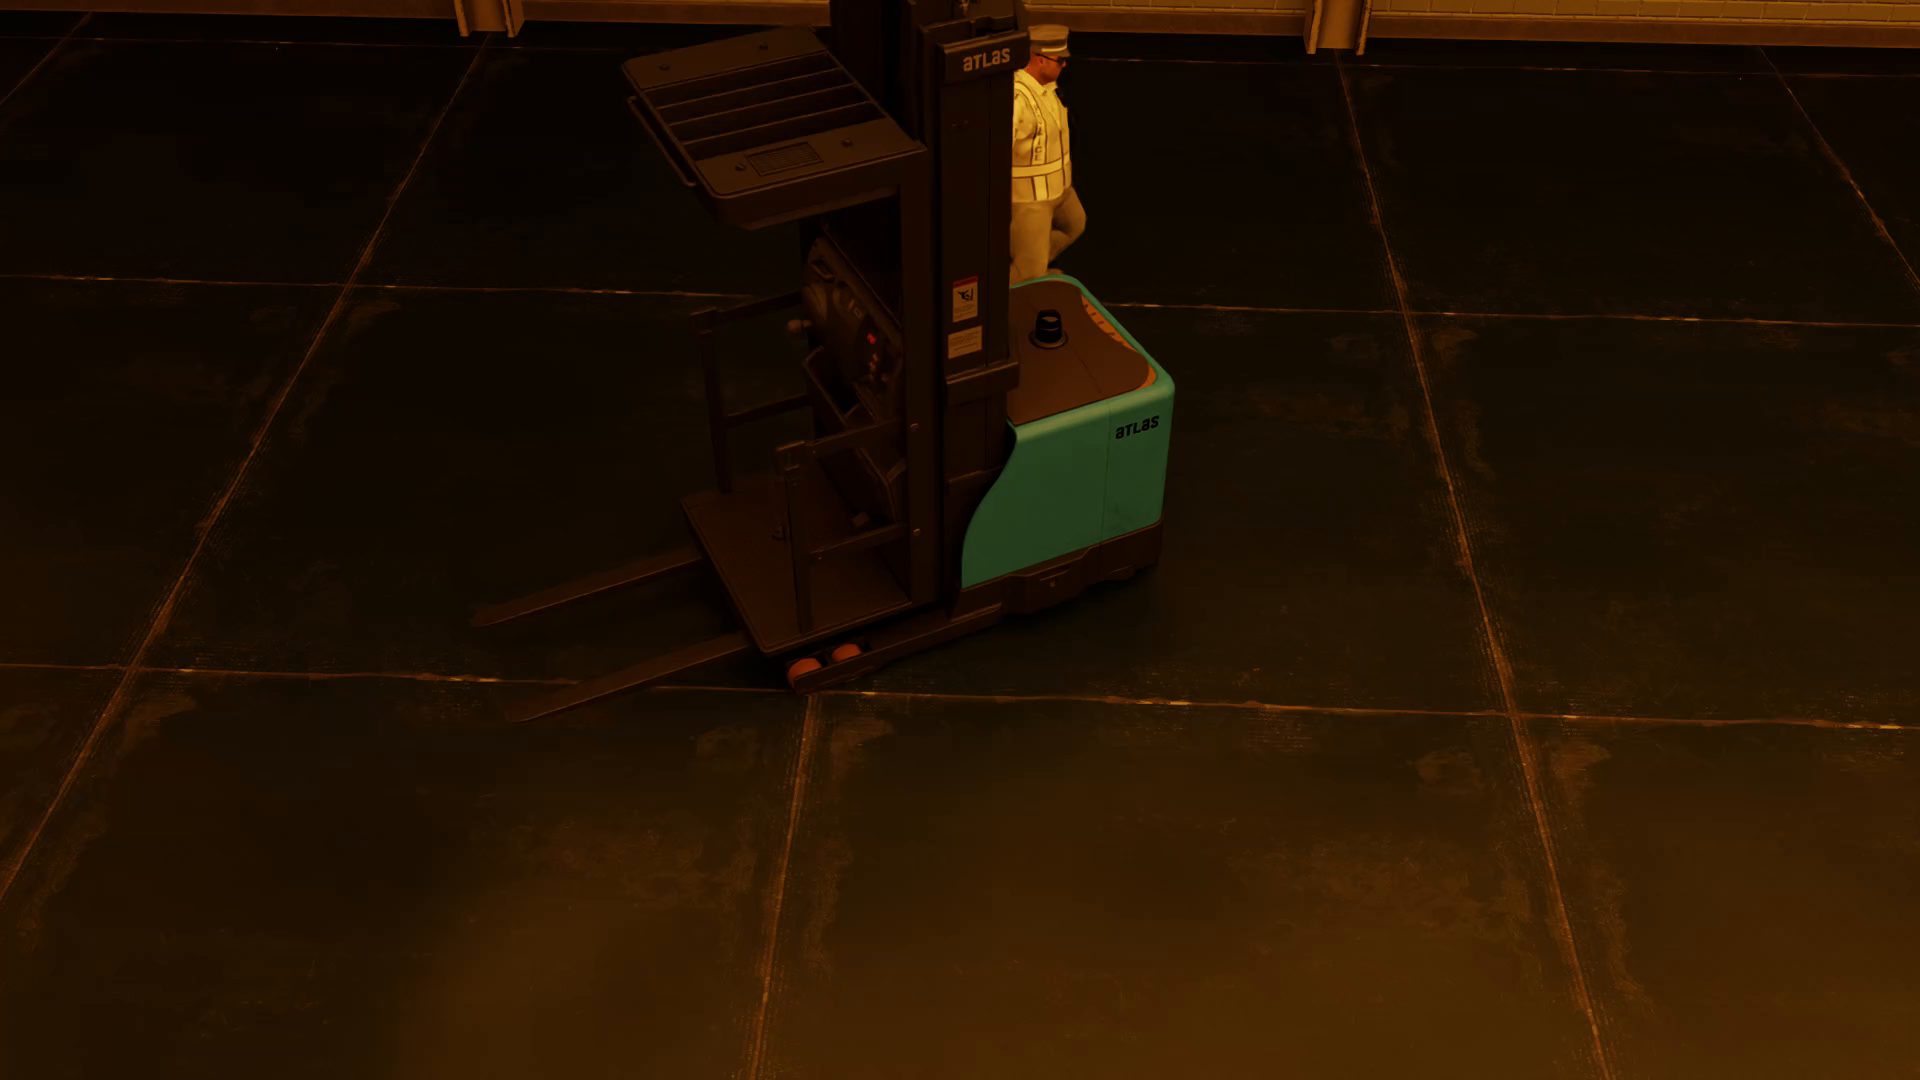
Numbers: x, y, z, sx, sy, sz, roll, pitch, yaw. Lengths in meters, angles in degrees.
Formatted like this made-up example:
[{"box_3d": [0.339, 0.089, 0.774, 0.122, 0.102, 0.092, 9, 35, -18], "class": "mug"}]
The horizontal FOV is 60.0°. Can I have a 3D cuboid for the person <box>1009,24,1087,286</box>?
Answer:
[{"box_3d": [0.319, -1.874, 8.721, 0.505, 1.643, 0.897, 20, 46, 21], "class": "person"}]

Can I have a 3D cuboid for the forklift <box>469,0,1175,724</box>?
[{"box_3d": [-0.622, -0.818, 6.639, 3.031, 2.935, 1.130, -18, 45, -19], "class": "forklift"}]
